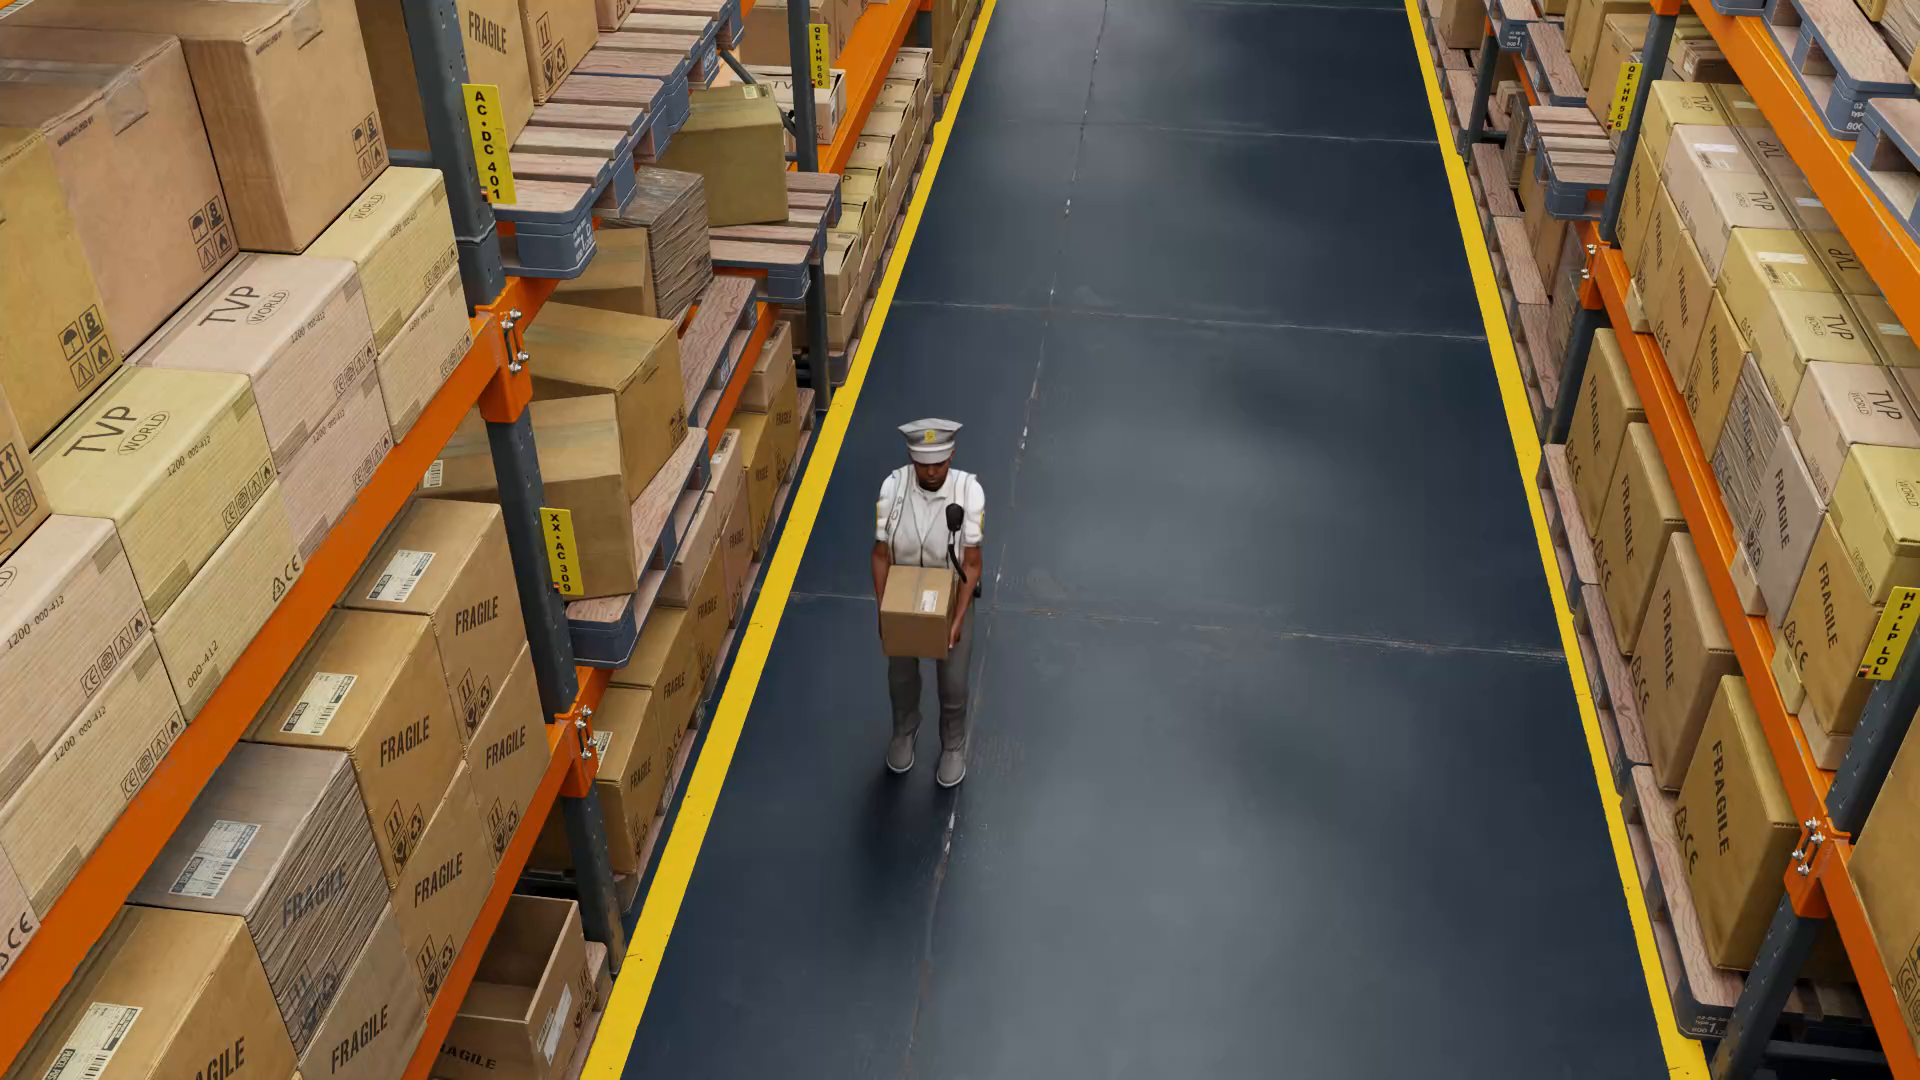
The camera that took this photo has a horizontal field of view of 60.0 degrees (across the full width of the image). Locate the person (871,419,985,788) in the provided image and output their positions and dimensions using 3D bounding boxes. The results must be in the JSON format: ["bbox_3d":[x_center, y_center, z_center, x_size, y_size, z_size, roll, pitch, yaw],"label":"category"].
[{"bbox_3d":[-0.132,0.279,6.641,0.441,1.692,0.514,4,37,6],"label":"person"}]
